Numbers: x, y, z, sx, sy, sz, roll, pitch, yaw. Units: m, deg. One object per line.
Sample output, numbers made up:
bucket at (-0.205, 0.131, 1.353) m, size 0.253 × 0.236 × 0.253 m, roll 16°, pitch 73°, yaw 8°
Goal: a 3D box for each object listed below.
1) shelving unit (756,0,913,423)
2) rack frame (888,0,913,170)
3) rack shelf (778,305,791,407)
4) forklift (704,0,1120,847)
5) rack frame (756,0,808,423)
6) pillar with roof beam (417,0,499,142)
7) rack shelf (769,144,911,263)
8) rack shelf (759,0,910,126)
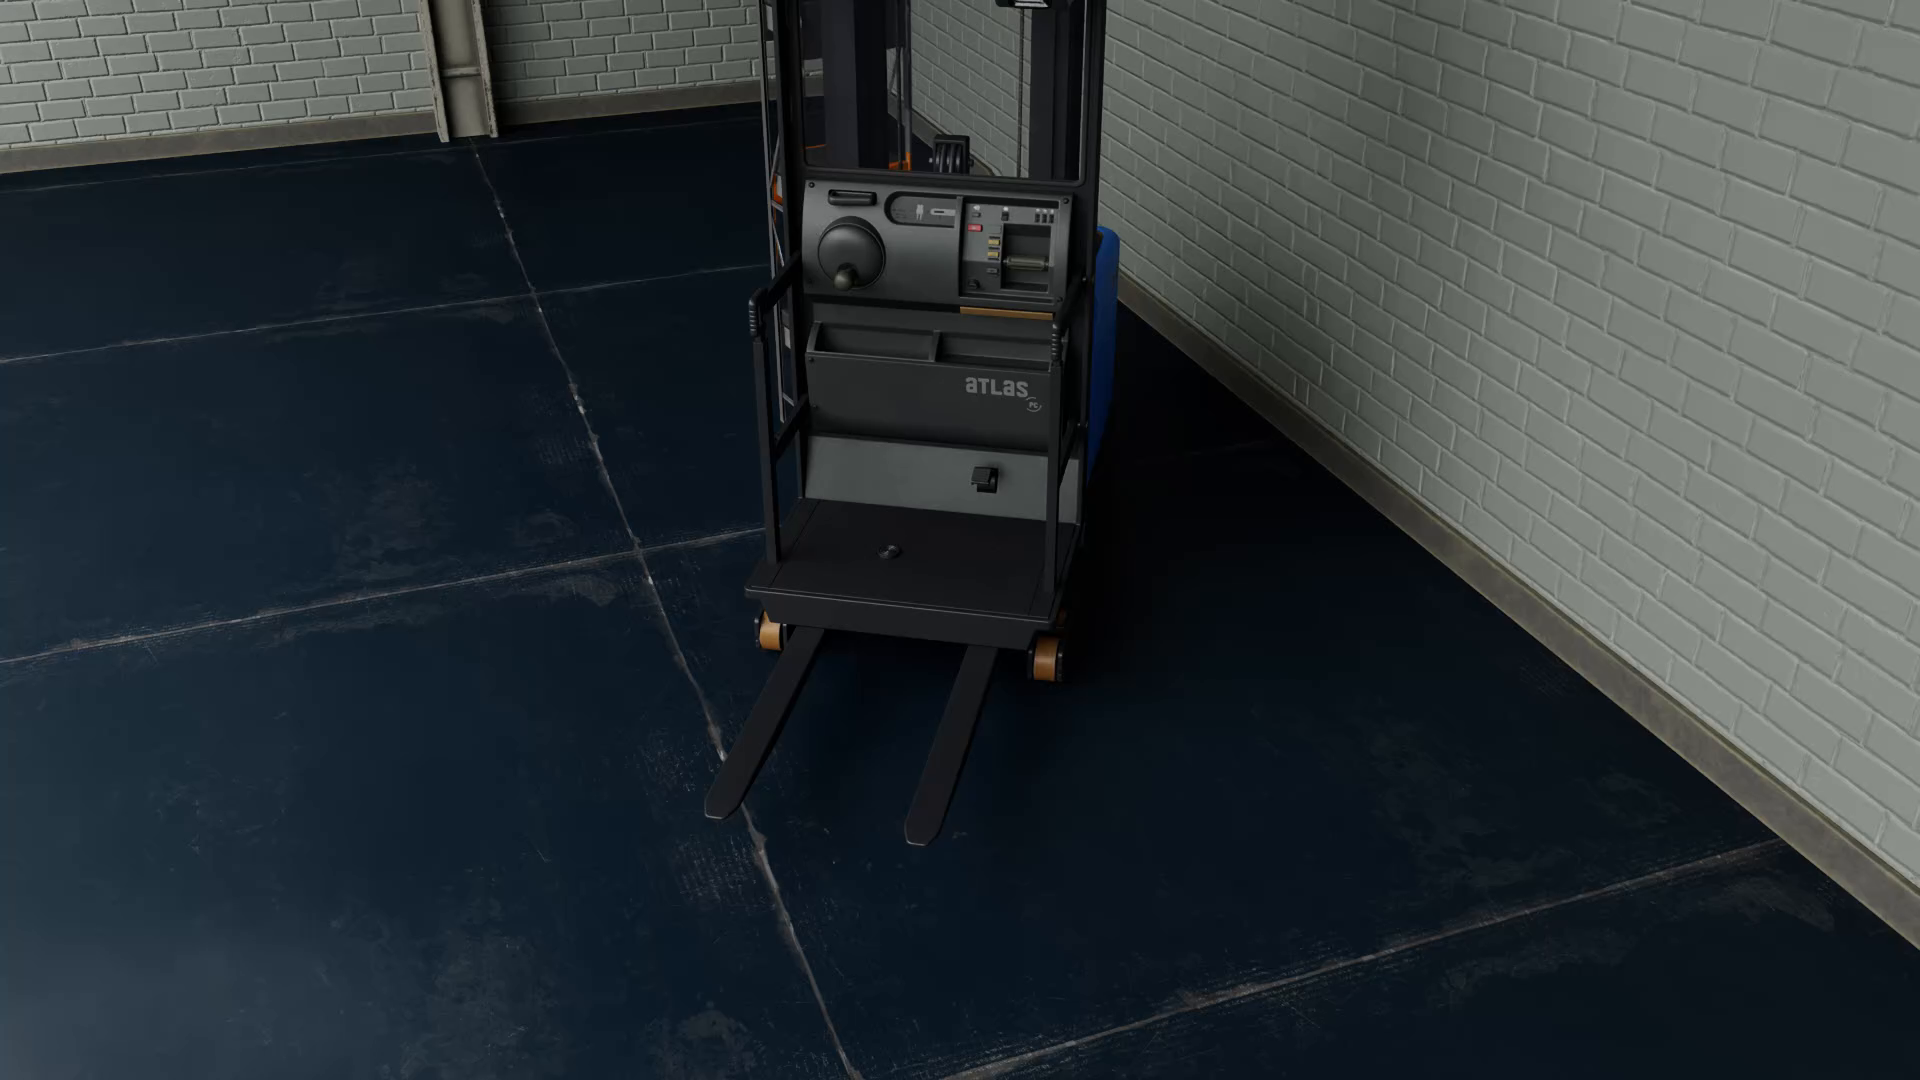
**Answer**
shelving unit at (-0.516, -1.442, 7.160) m, size 0.503 × 2.100 × 0.431 m, roll -16°, pitch 33°, yaw -26°
rack frame at (-0.306, -1.503, 7.267) m, size 0.015 × 2.100 × 0.400 m, roll -16°, pitch 33°, yaw -26°
rack shelf at (-0.516, -0.822, 7.513) m, size 0.480 × 0.518 × 0.431 m, roll -16°, pitch 33°, yaw -26°
forklift at (-0.123, -0.971, 5.494) m, size 1.130 × 2.935 × 3.031 m, roll 6°, pitch 30°, yaw 10°
rack frame at (-0.727, -1.381, 7.053) m, size 0.015 × 2.100 × 0.400 m, roll -16°, pitch 33°, yaw -26°
pillar with roof beam at (-1.995, -4.800, 6.085) m, size 0.400 × 9.000 × 9.100 m, roll -10°, pitch 31°, yaw -18°
rack shelf at (-0.516, -1.430, 7.167) m, size 0.480 × 0.518 × 0.431 m, roll -16°, pitch 33°, yaw -26°
rack shelf at (-0.516, -2.038, 6.820) m, size 0.480 × 0.518 × 0.431 m, roll -16°, pitch 33°, yaw -26°
